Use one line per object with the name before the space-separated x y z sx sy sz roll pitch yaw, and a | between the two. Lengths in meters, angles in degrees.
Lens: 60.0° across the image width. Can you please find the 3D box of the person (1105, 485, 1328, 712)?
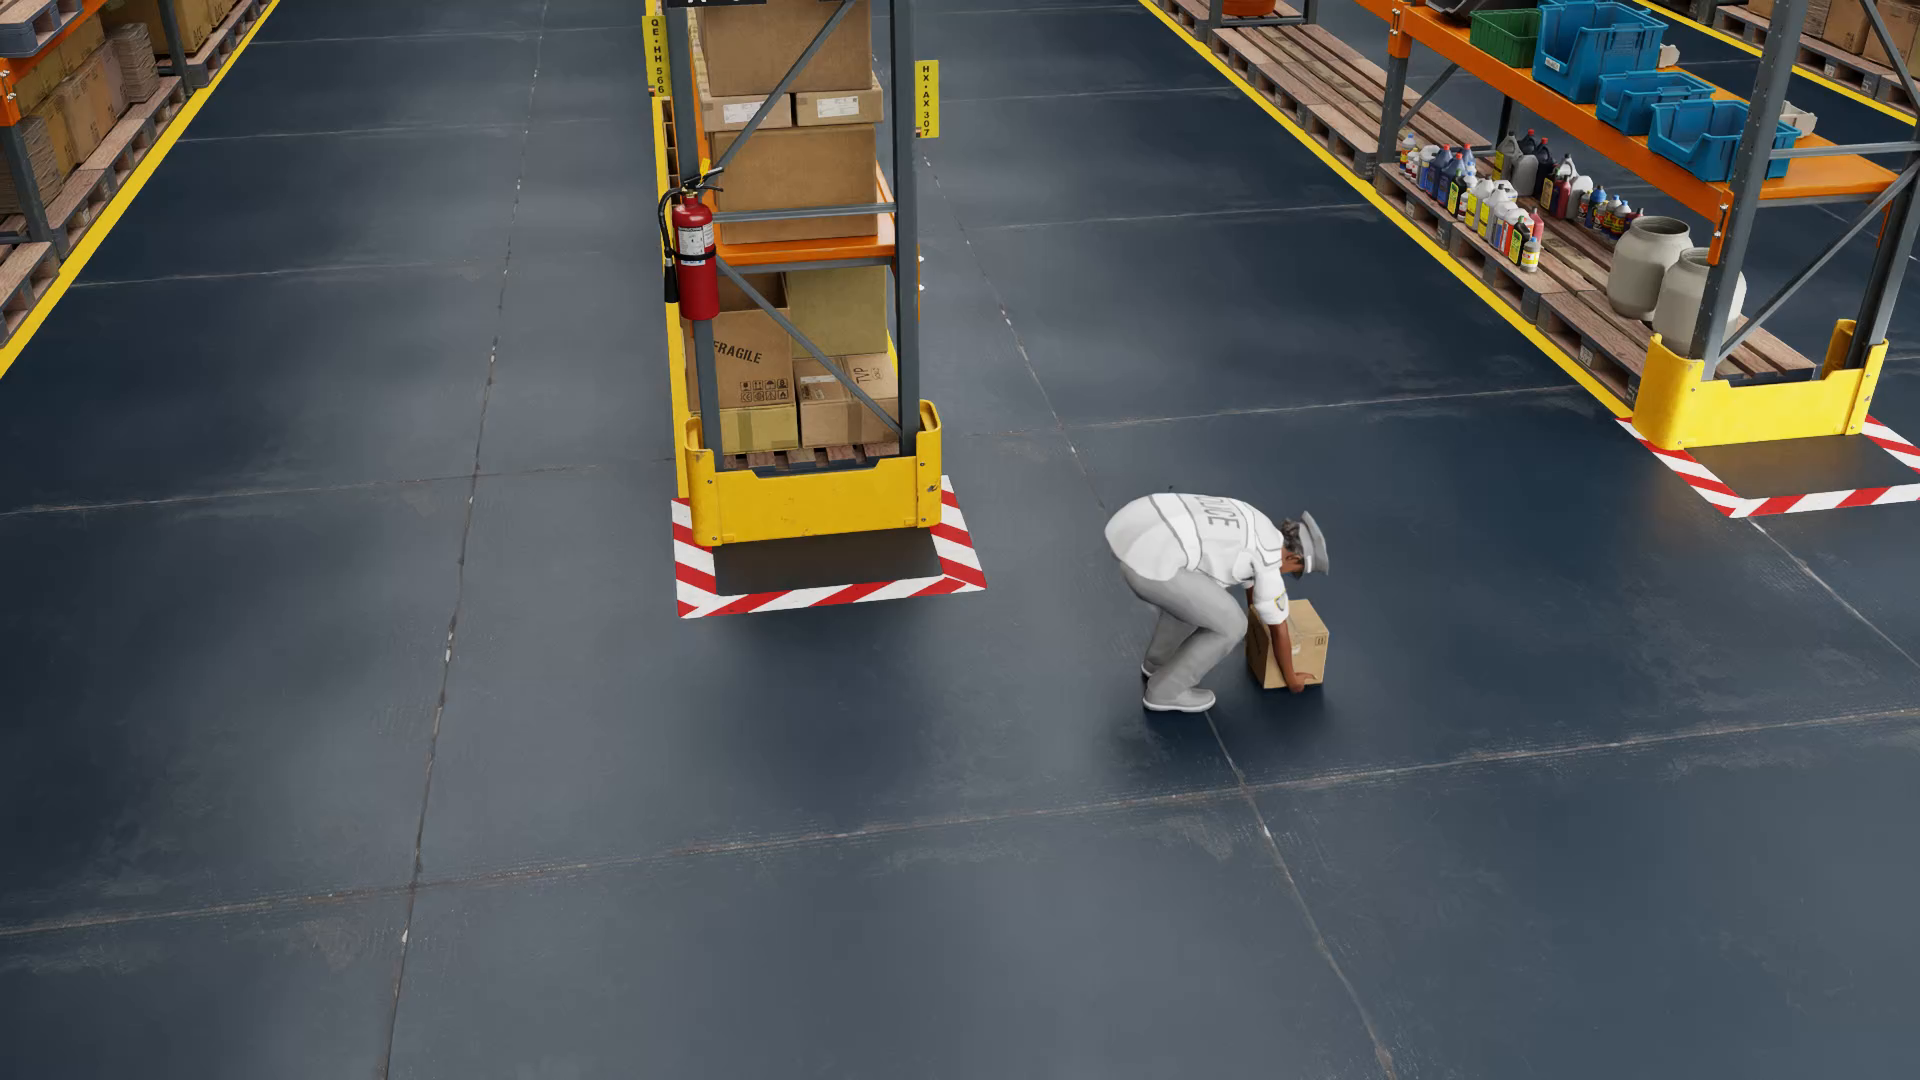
person | 1.010 0.213 6.553 0.905 0.868 0.456 -7 32 -11
